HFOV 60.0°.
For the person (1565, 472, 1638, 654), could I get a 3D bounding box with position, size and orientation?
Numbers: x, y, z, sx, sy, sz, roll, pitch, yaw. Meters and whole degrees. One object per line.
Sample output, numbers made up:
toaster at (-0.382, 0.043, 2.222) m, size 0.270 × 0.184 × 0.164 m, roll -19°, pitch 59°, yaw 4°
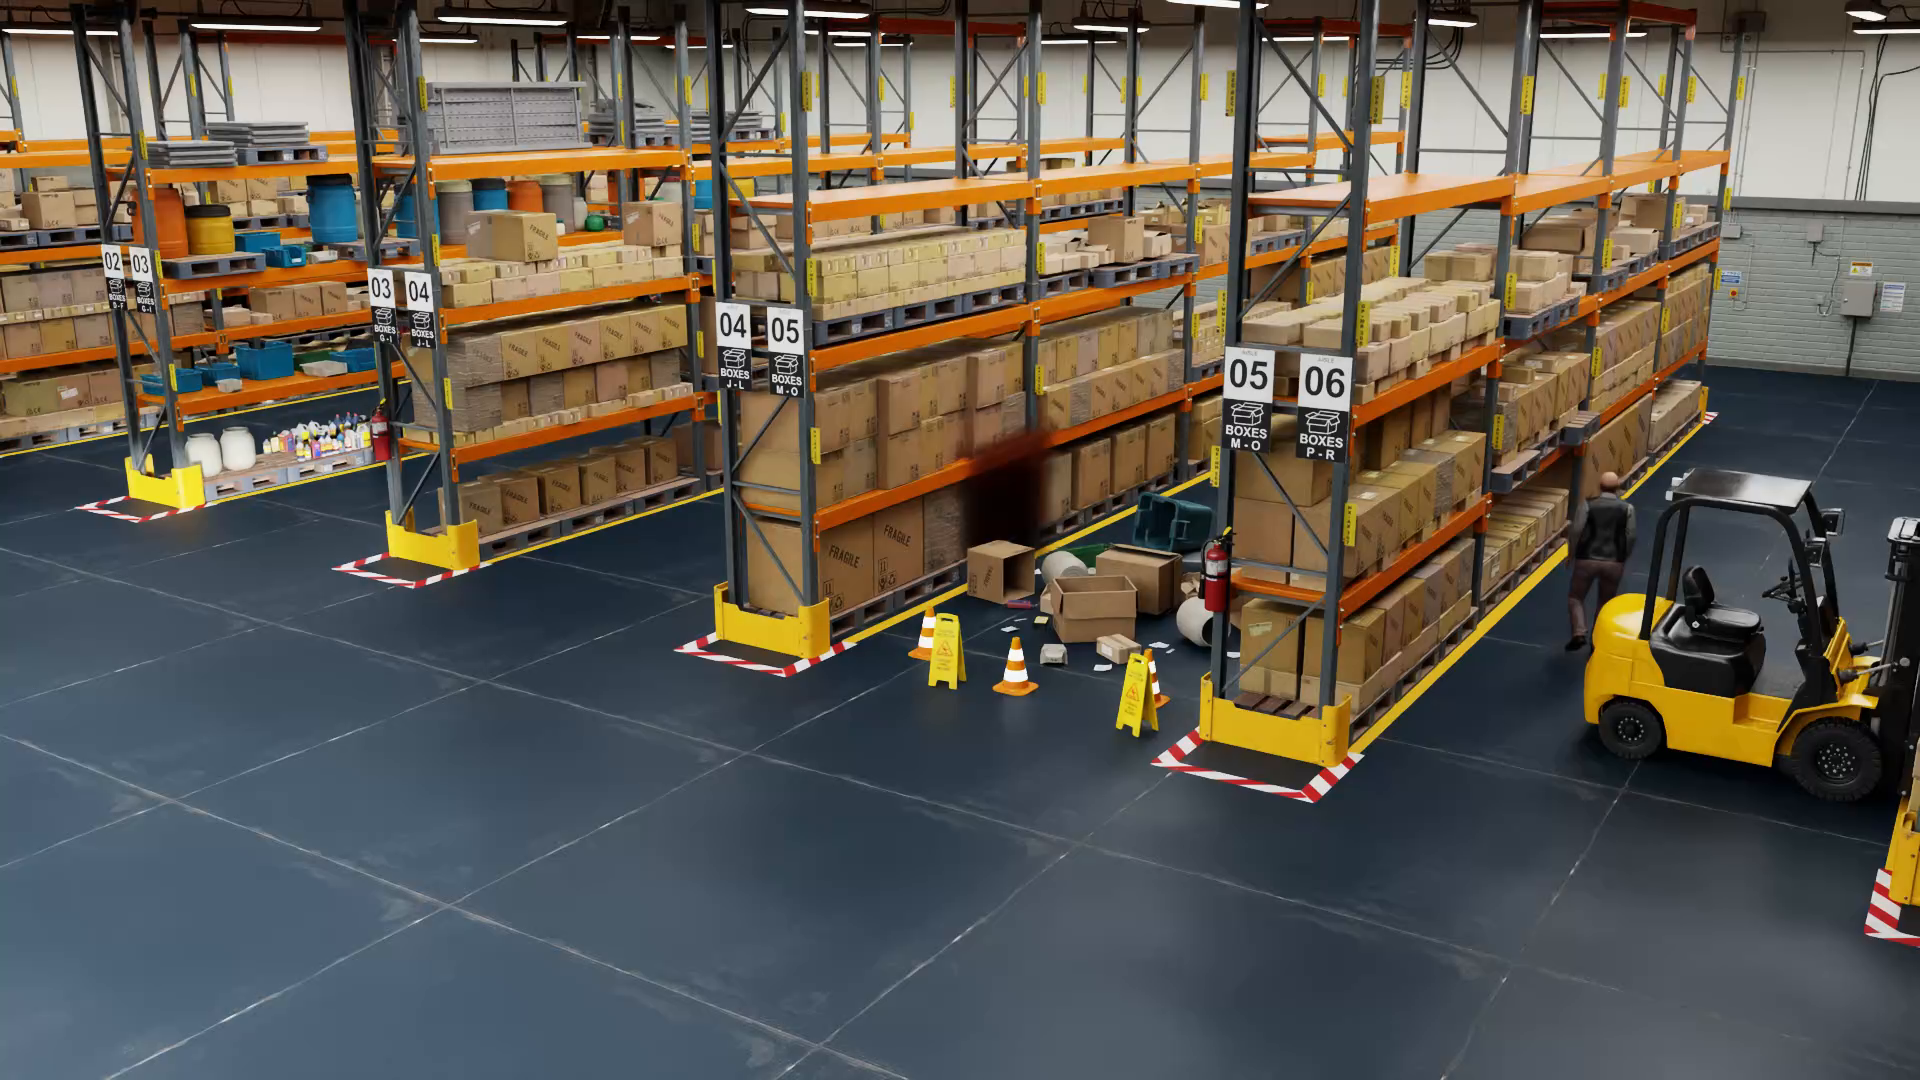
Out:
person at (5.896, 0.230, 15.300) m, size 0.606 × 1.676 × 0.635 m, roll 4°, pitch 16°, yaw 14°
